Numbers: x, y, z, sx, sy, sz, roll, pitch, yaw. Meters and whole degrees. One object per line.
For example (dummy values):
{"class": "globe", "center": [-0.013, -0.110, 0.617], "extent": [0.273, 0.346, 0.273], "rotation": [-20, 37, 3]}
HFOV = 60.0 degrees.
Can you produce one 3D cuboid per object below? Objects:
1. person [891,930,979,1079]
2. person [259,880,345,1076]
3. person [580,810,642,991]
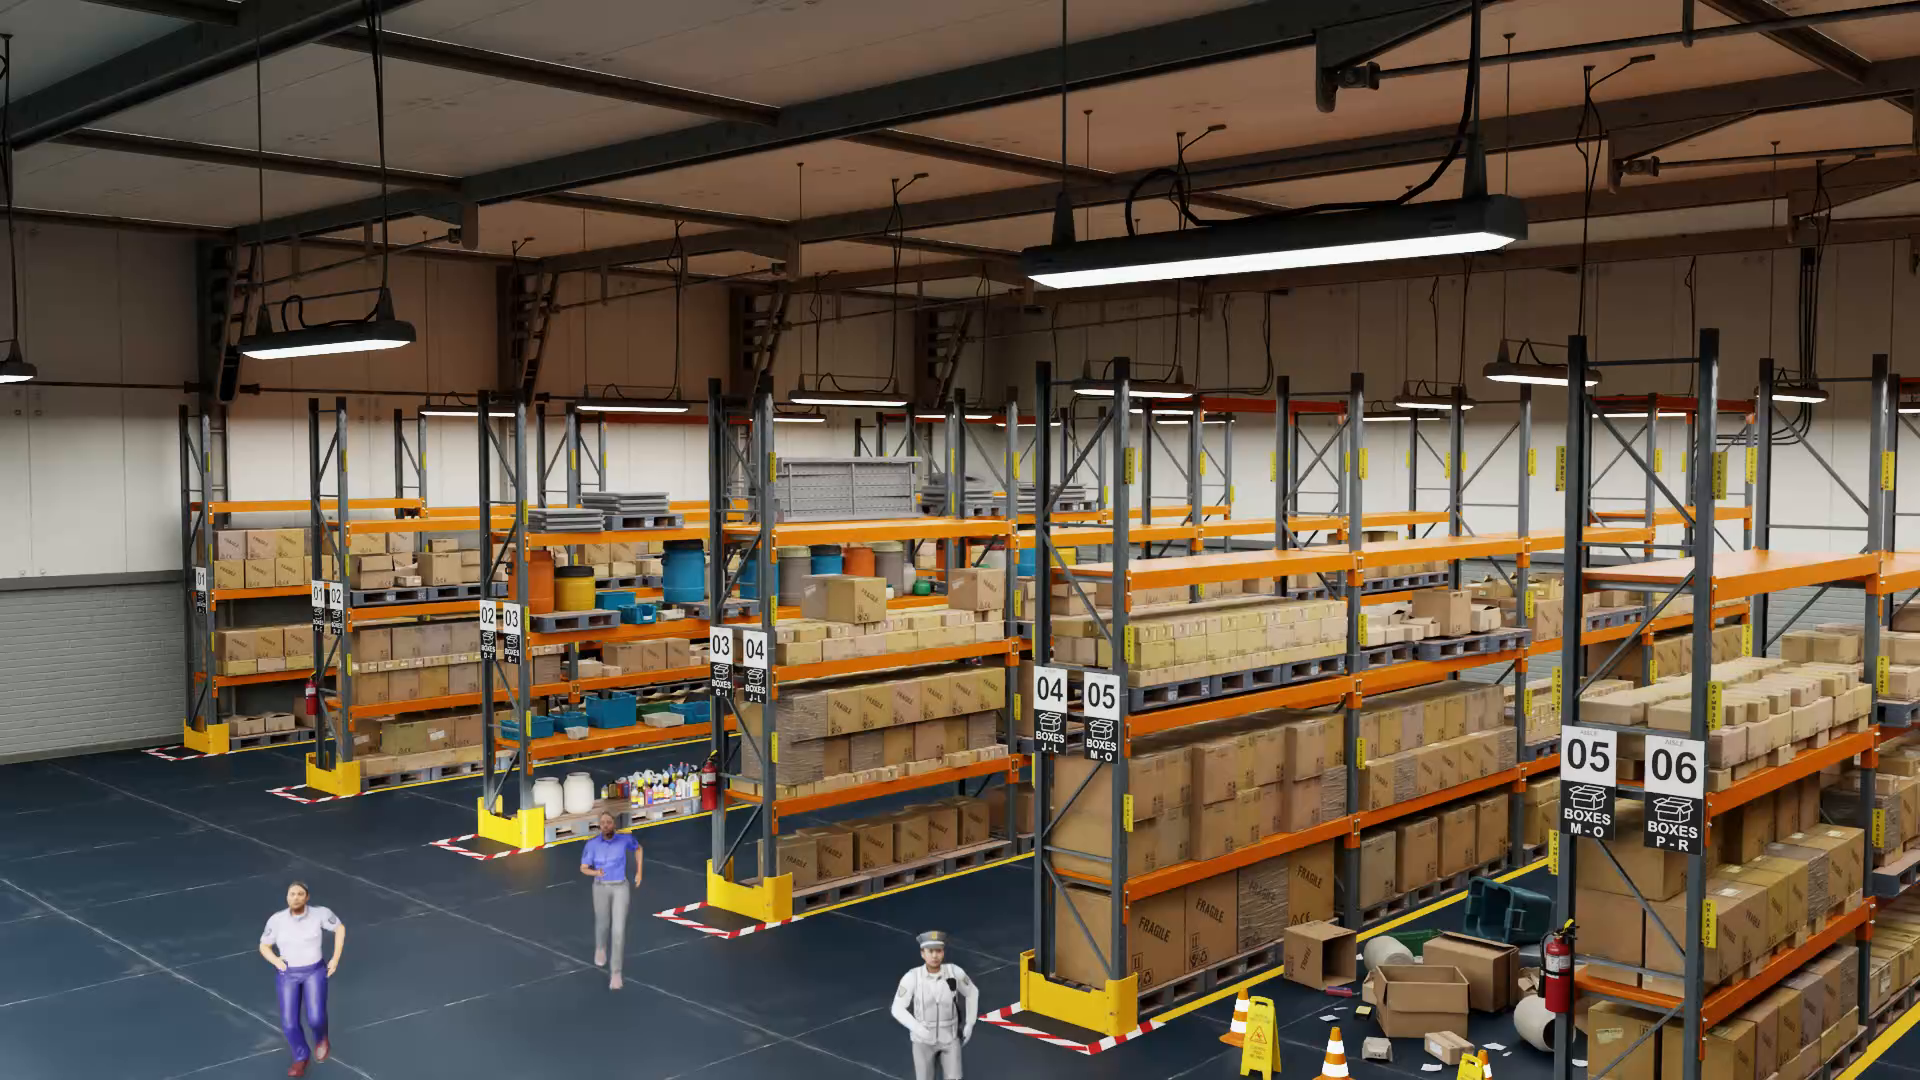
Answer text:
{"class": "person", "center": [-0.166, 3.686, 12.179], "extent": [0.668, 1.668, 0.526], "rotation": [0, 3, -8]}
{"class": "person", "center": [-5.445, 3.632, 13.747], "extent": [0.657, 1.615, 0.527], "rotation": [-1, 3, -15]}
{"class": "person", "center": [-3.422, 3.480, 16.350], "extent": [0.587, 1.699, 0.896], "rotation": [0, 3, -7]}
